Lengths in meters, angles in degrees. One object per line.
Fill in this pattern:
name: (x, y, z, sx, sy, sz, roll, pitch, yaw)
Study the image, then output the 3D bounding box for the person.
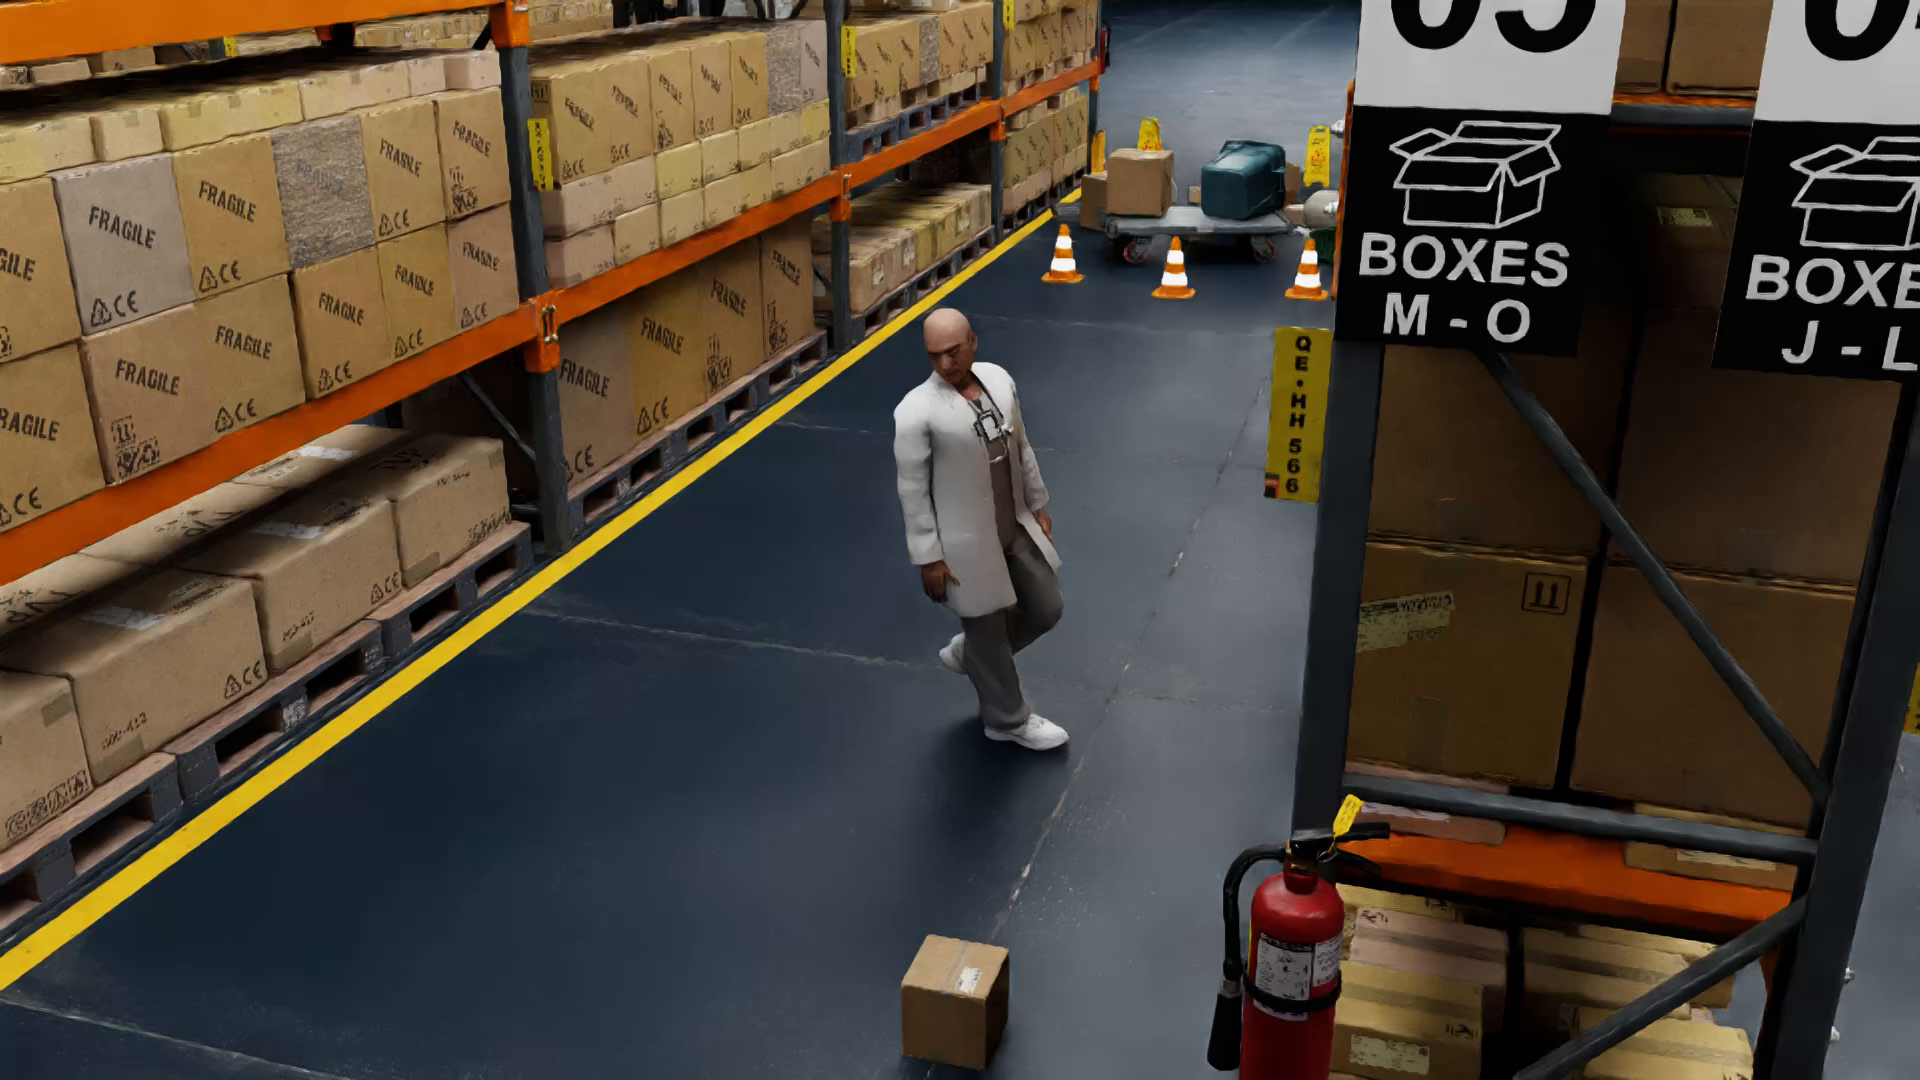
person: (0.098, -0.011, 6.163, 0.602, 1.754, 0.668, 15, 26, 33)
